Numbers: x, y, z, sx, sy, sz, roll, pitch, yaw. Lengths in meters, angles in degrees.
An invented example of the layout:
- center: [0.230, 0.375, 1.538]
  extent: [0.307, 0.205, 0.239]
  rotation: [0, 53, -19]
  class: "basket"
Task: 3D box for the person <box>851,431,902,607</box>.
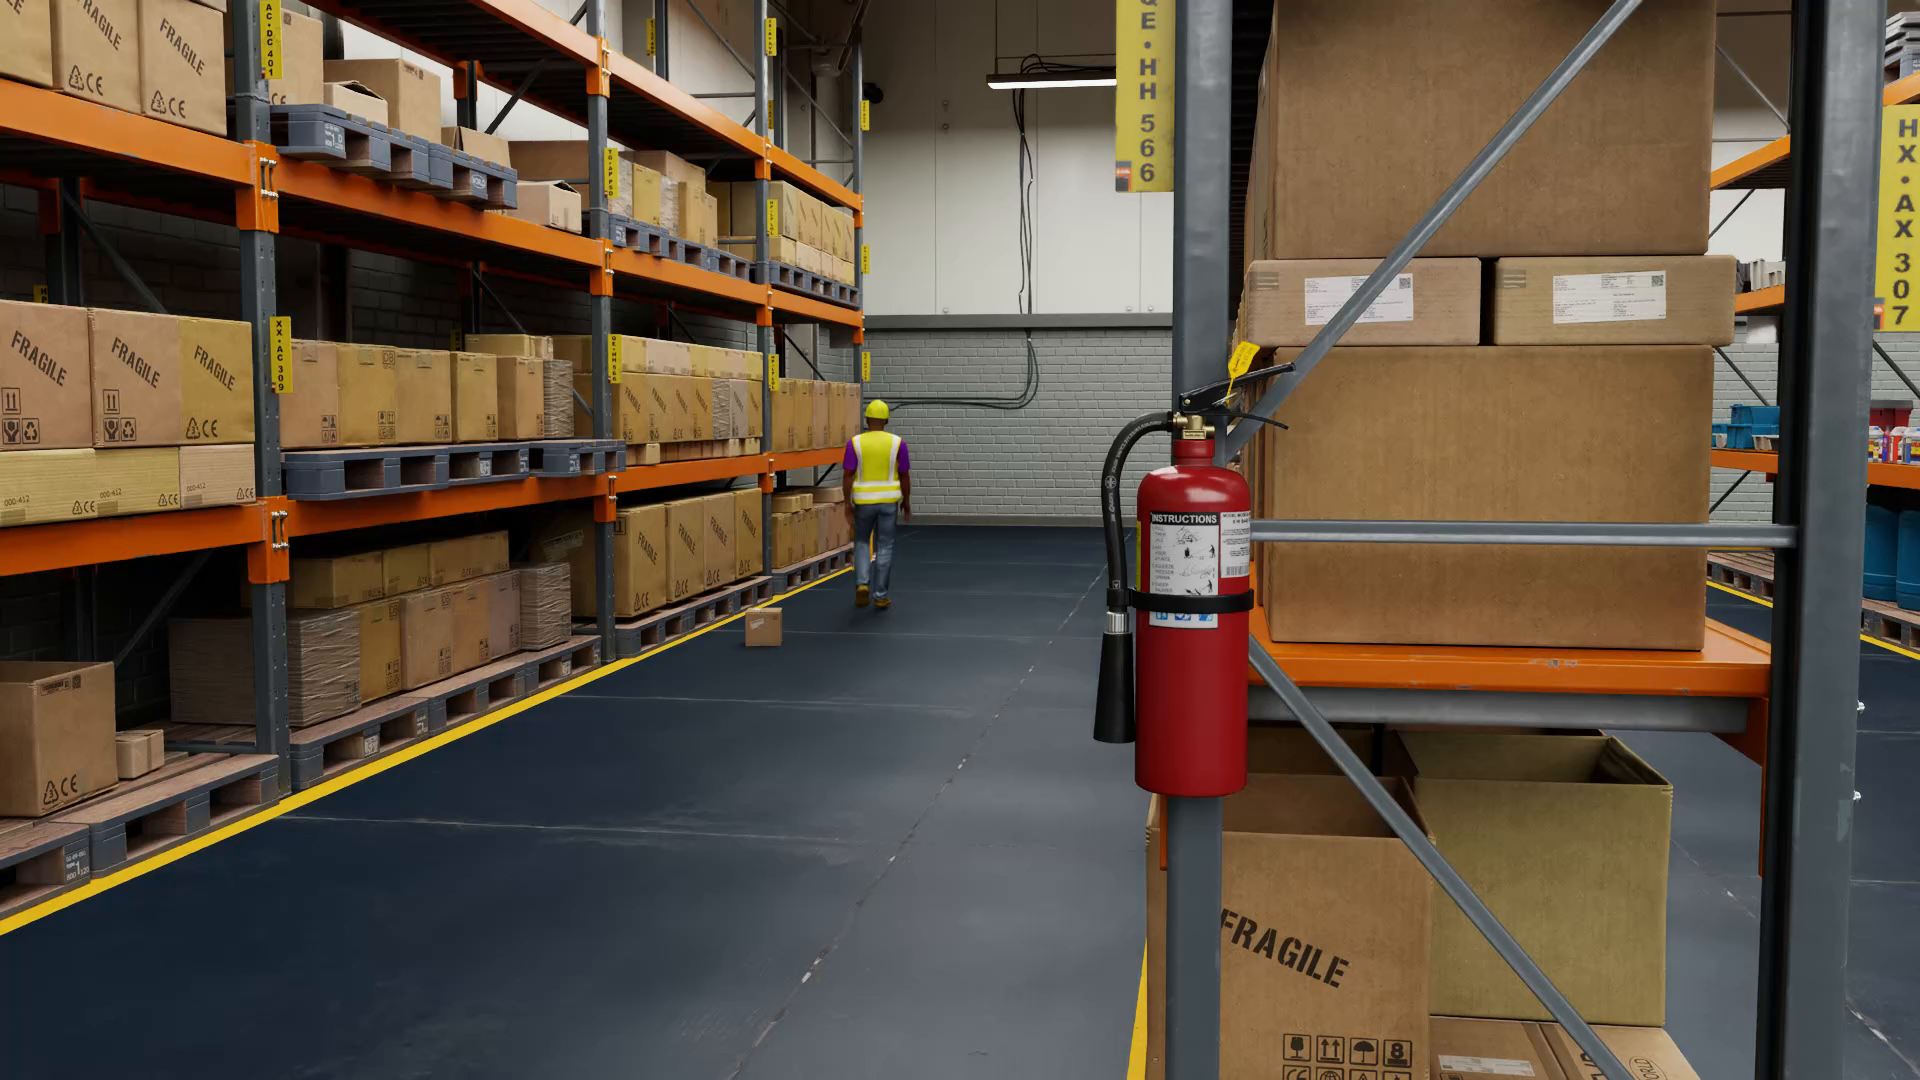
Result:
- center: [7.230, -0.454, 7.226]
  extent: [16.431, 3.213, 14.161]
  rotation: [0, 4, 0]
  class: "person"
